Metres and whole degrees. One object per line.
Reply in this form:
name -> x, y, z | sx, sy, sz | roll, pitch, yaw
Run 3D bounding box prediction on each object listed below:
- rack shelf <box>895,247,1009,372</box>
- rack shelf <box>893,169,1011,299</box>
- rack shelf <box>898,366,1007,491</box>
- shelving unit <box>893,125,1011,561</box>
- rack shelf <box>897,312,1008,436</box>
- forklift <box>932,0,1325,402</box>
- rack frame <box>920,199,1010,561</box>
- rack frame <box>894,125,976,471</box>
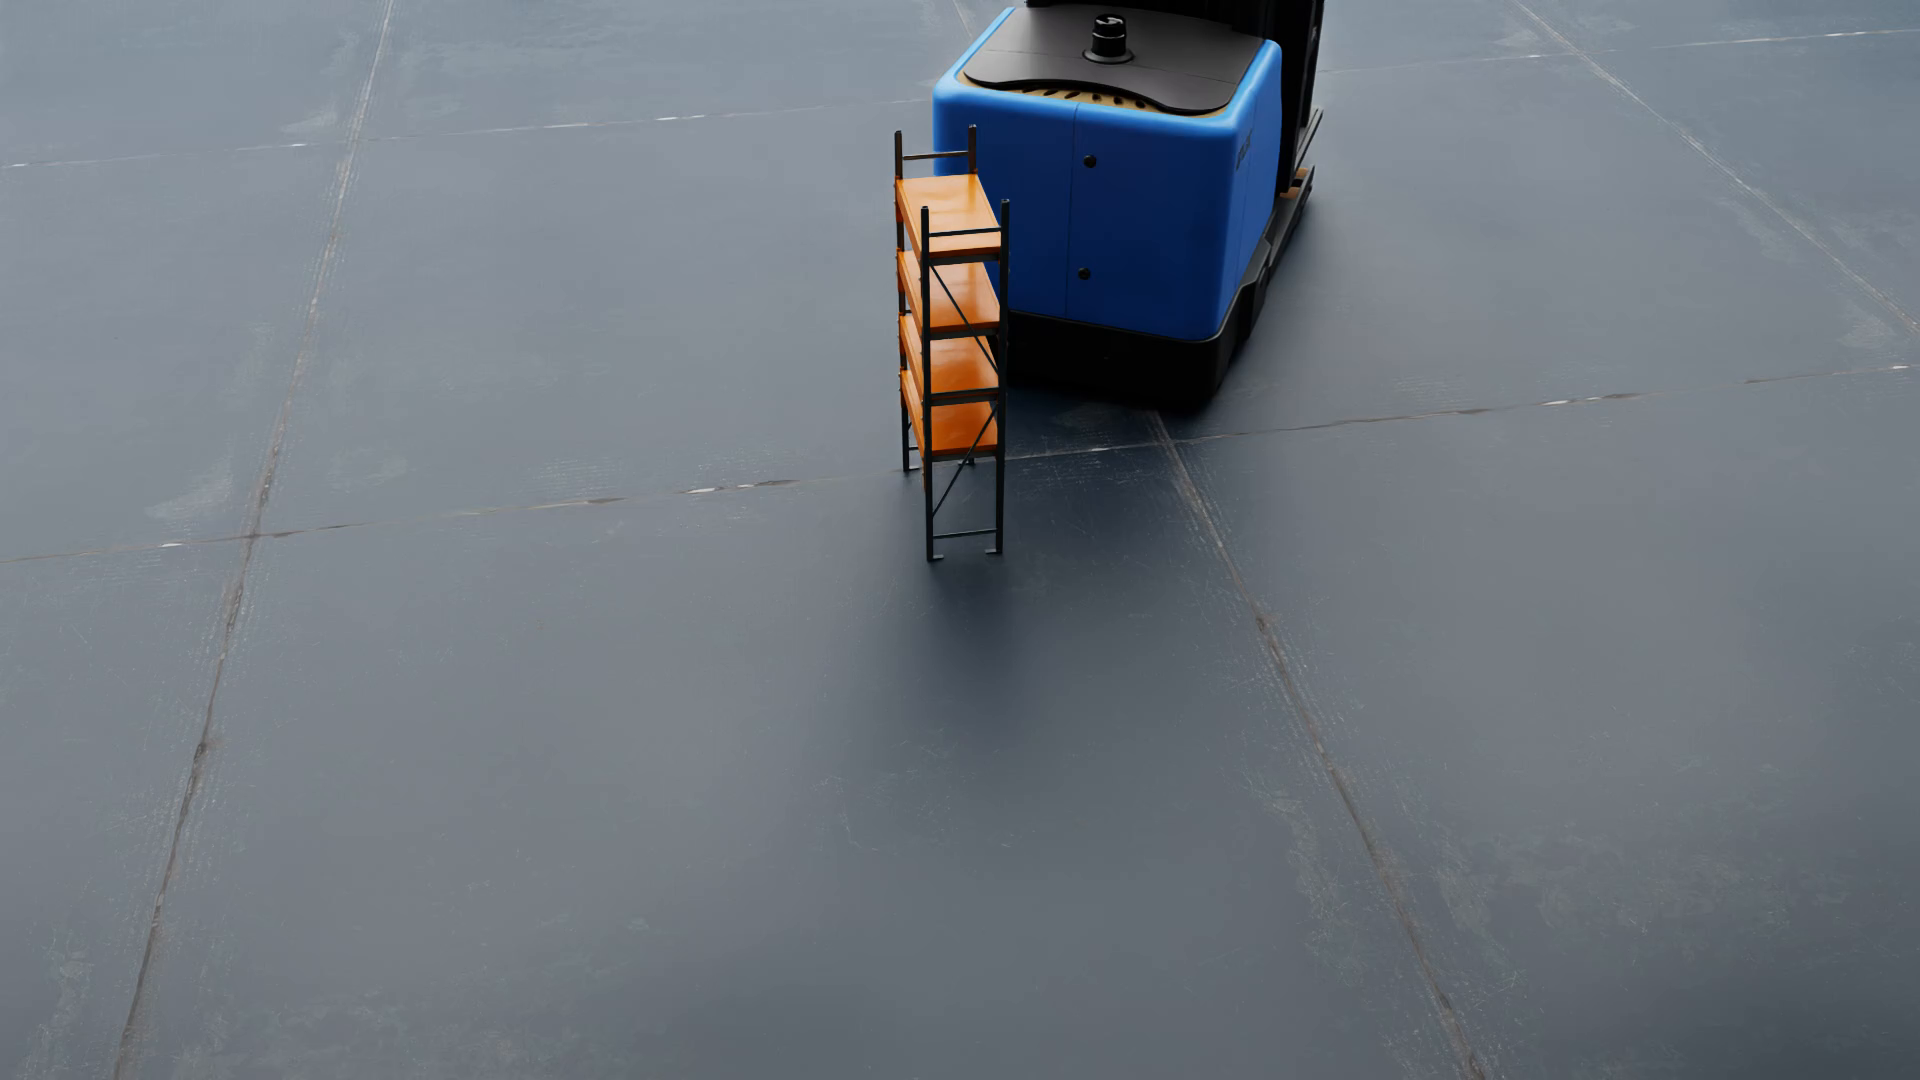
rack shelf -> -0.029, -0.697, 4.915 | 0.258, 0.148, 0.480 | -6, 38, -8
rack shelf -> -0.029, -0.884, 4.770 | 0.258, 0.148, 0.480 | -6, 38, -8
rack shelf -> -0.029, -0.364, 5.174 | 0.258, 0.148, 0.480 | -6, 38, -8
shelving unit -> -0.029, -0.574, 5.011 | 0.258, 1.200, 0.503 | -6, 38, -8
rack shelf -> -0.029, -0.521, 5.052 | 0.258, 0.148, 0.480 | -6, 38, -8
forklift -> 0.866, -2.540, 6.130 | 1.130, 2.935, 3.031 | 12, 39, 15
rack frame -> 0.014, -0.426, 4.821 | 0.240, 1.200, 0.015 | -6, 38, -8
rack frame -> -0.072, -0.721, 5.200 | 0.240, 1.200, 0.015 | -6, 38, -8
